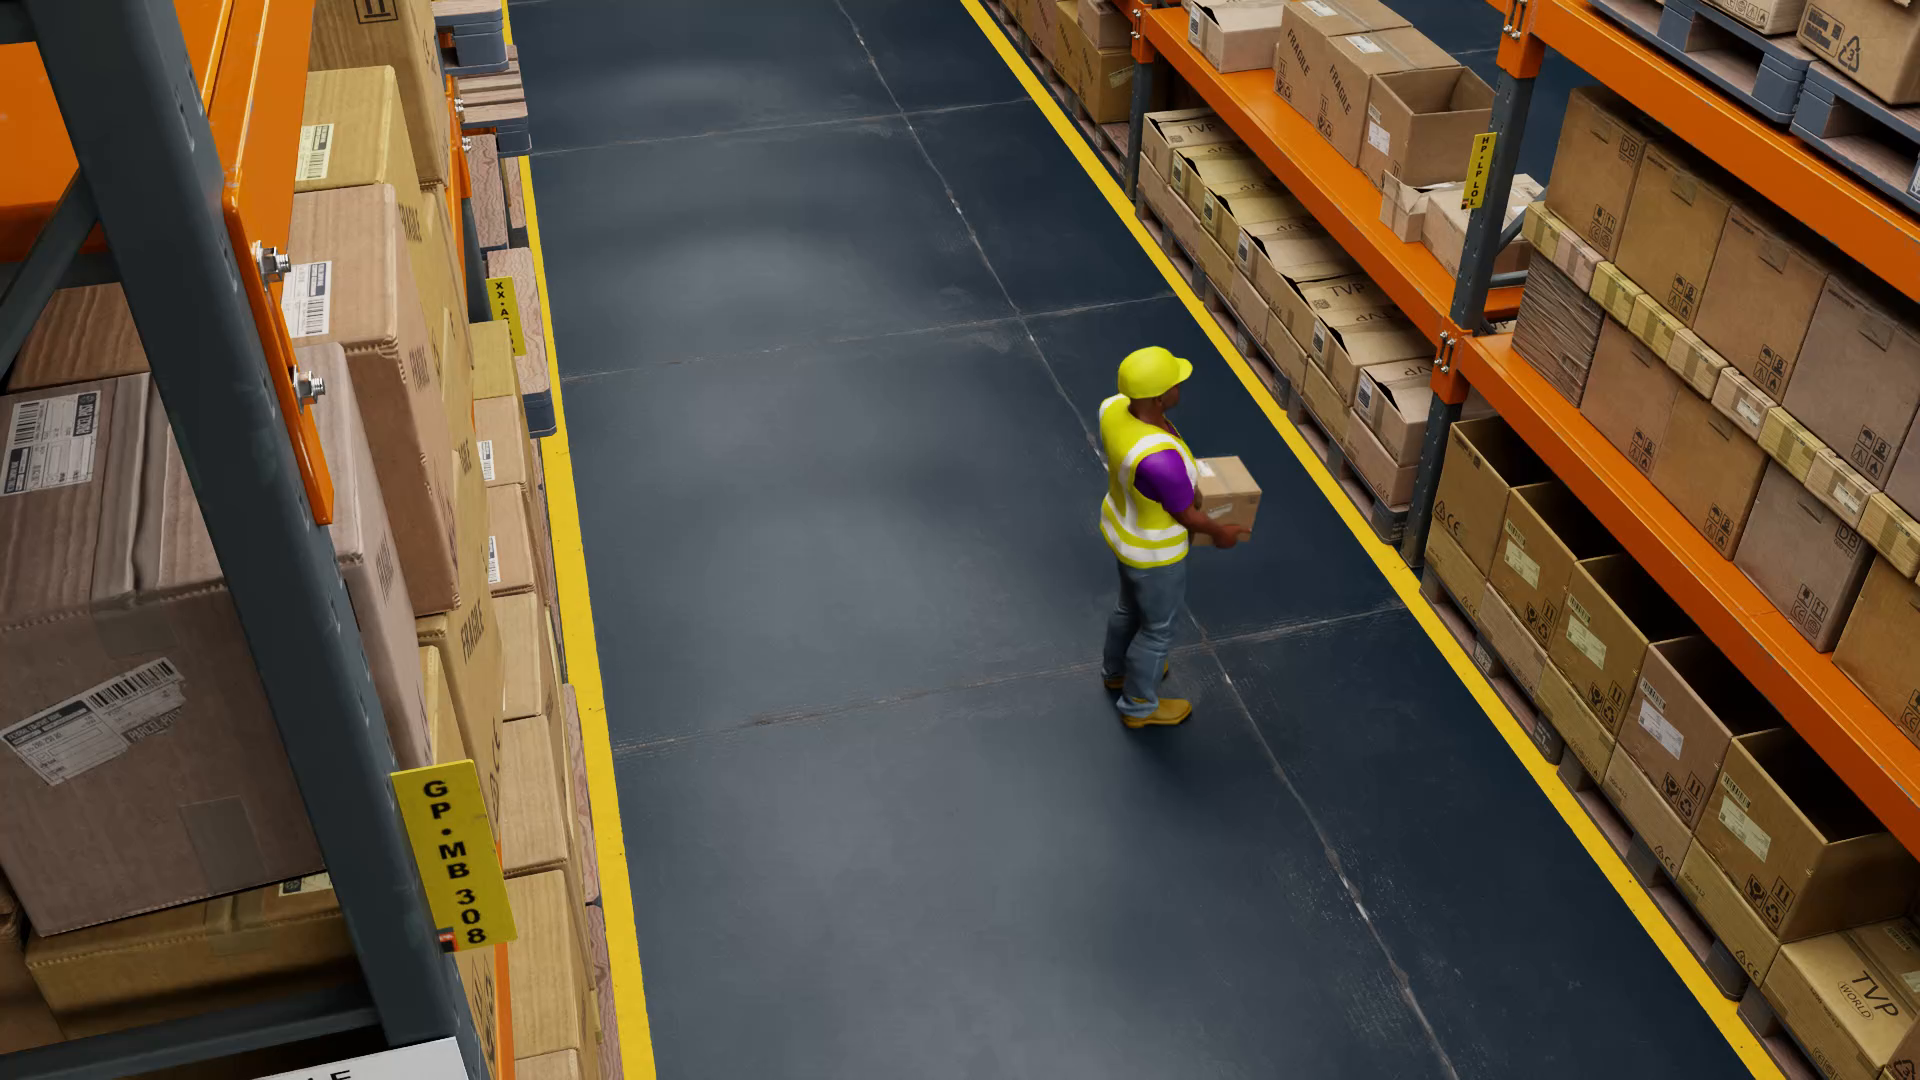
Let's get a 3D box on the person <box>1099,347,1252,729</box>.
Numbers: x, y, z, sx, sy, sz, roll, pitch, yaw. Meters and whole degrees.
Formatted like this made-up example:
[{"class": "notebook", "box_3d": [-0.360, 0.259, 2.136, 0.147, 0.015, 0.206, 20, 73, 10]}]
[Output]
[{"class": "person", "box_3d": [0.848, -0.025, 6.728, 0.573, 1.767, 0.521, -10, 39, -12]}]
